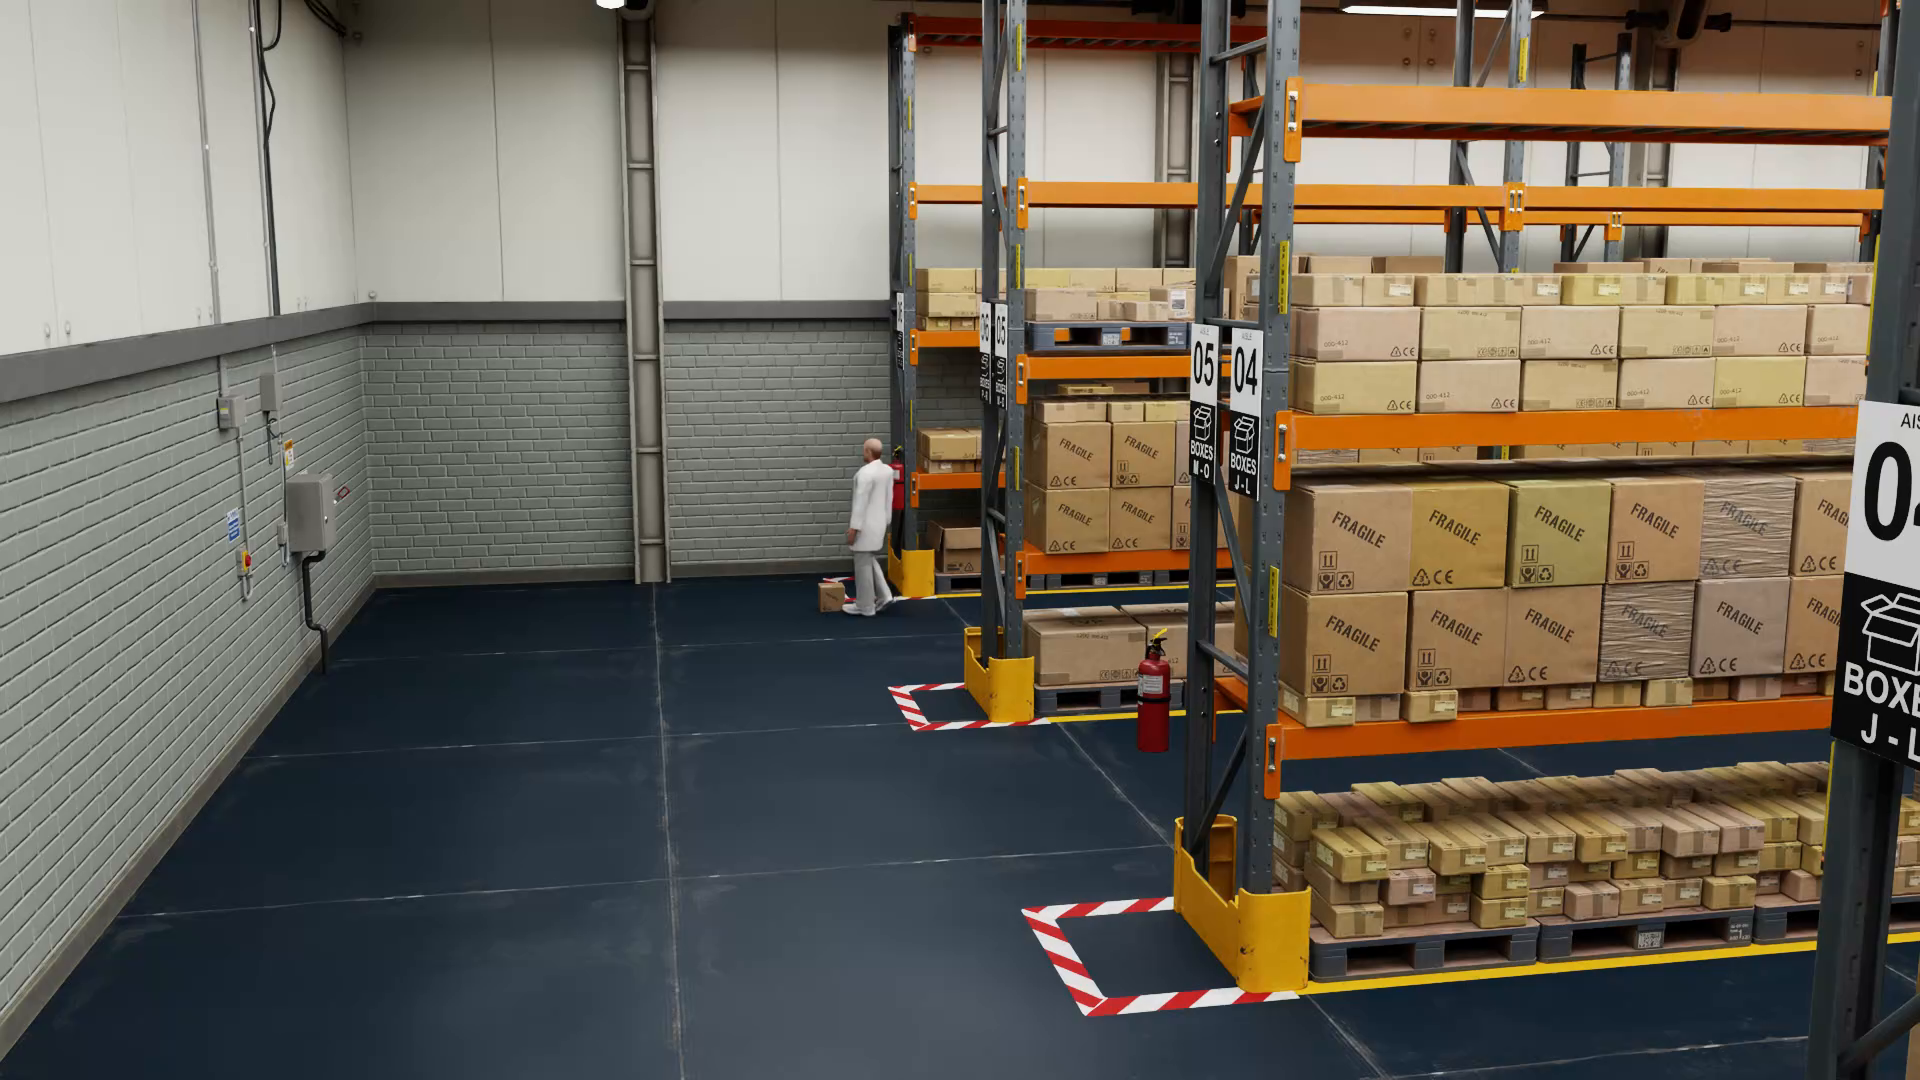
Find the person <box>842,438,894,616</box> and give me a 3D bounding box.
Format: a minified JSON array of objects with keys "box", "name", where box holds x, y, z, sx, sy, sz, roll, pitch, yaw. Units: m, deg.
[{"box":[-0.950,-0.112,16.685,0.483,1.830,0.617,5,11,28],"name":"person"}]
